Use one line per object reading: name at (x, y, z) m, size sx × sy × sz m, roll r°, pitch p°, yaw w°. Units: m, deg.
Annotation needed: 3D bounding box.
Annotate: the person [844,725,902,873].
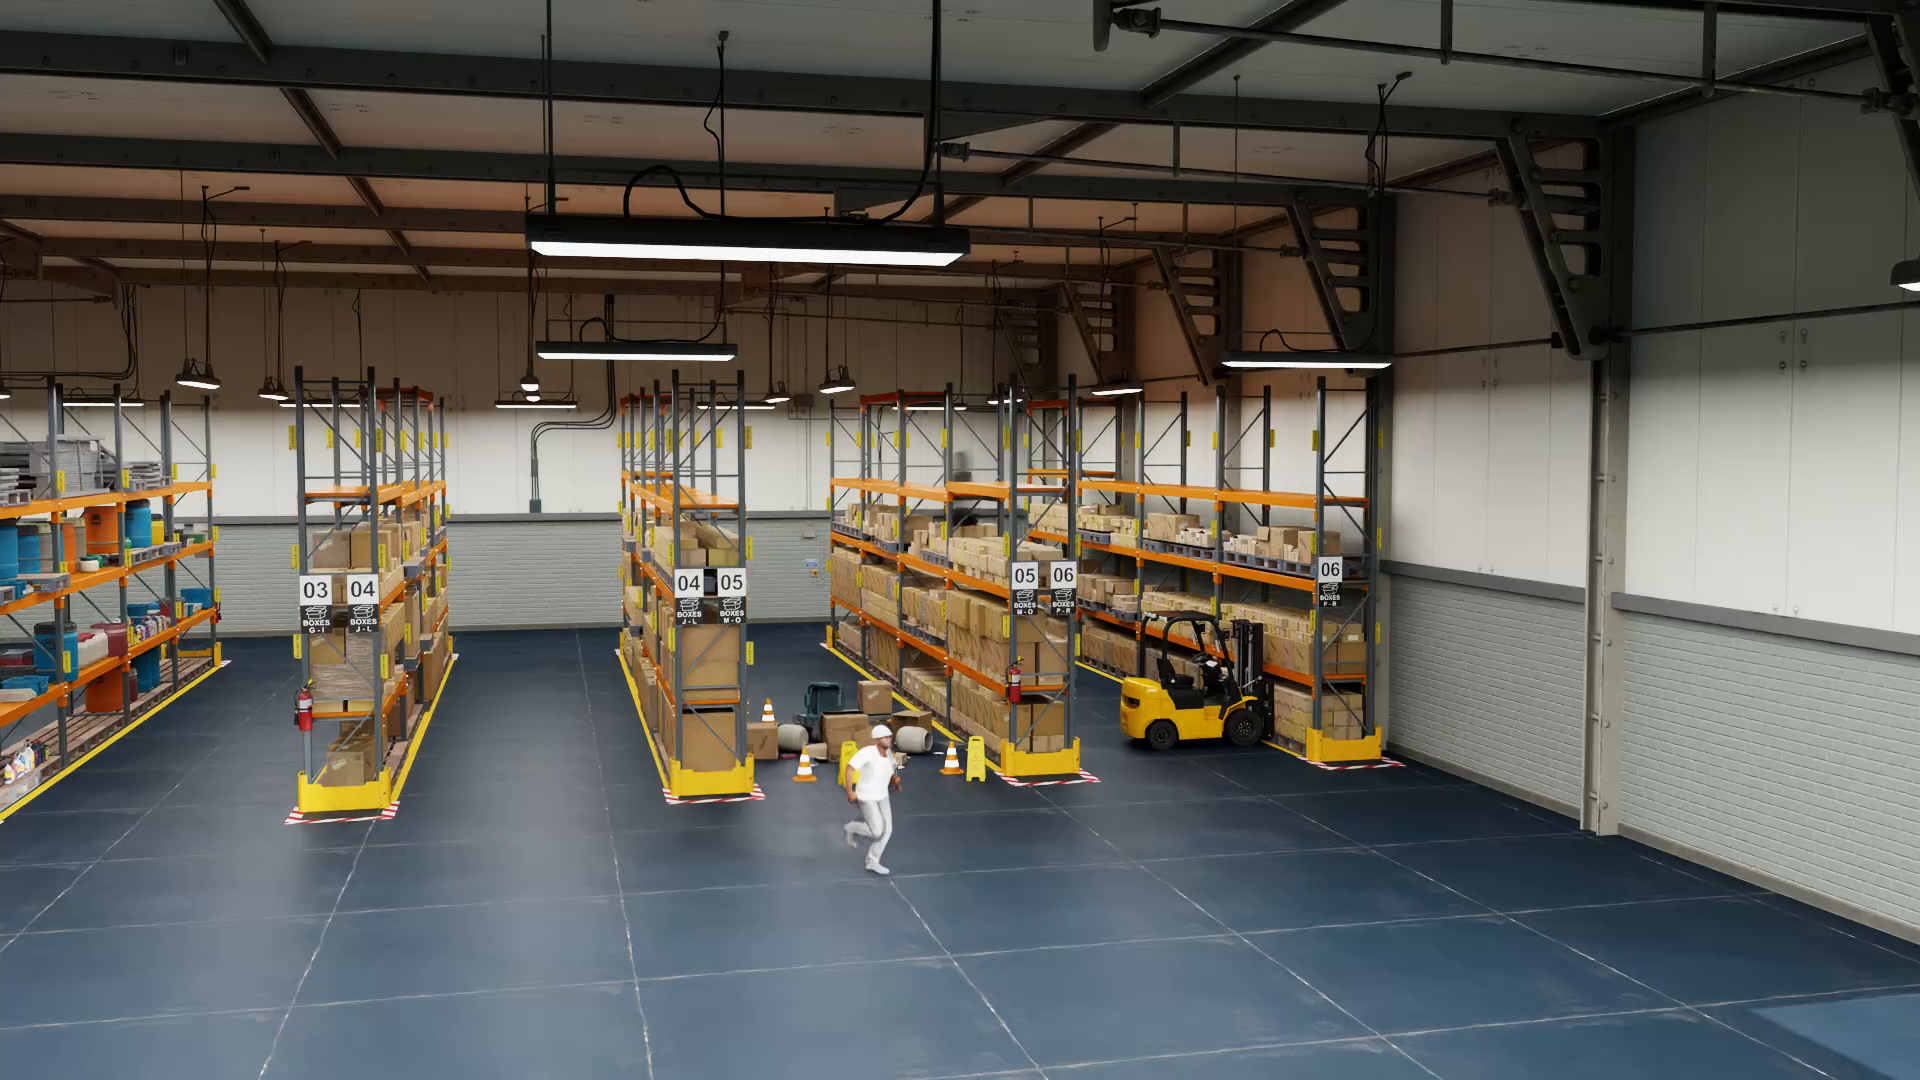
person at (-1.039, 3.006, 19.420) m, size 0.701 × 1.718 × 0.739 m, roll 3°, pitch 4°, yaw 39°
